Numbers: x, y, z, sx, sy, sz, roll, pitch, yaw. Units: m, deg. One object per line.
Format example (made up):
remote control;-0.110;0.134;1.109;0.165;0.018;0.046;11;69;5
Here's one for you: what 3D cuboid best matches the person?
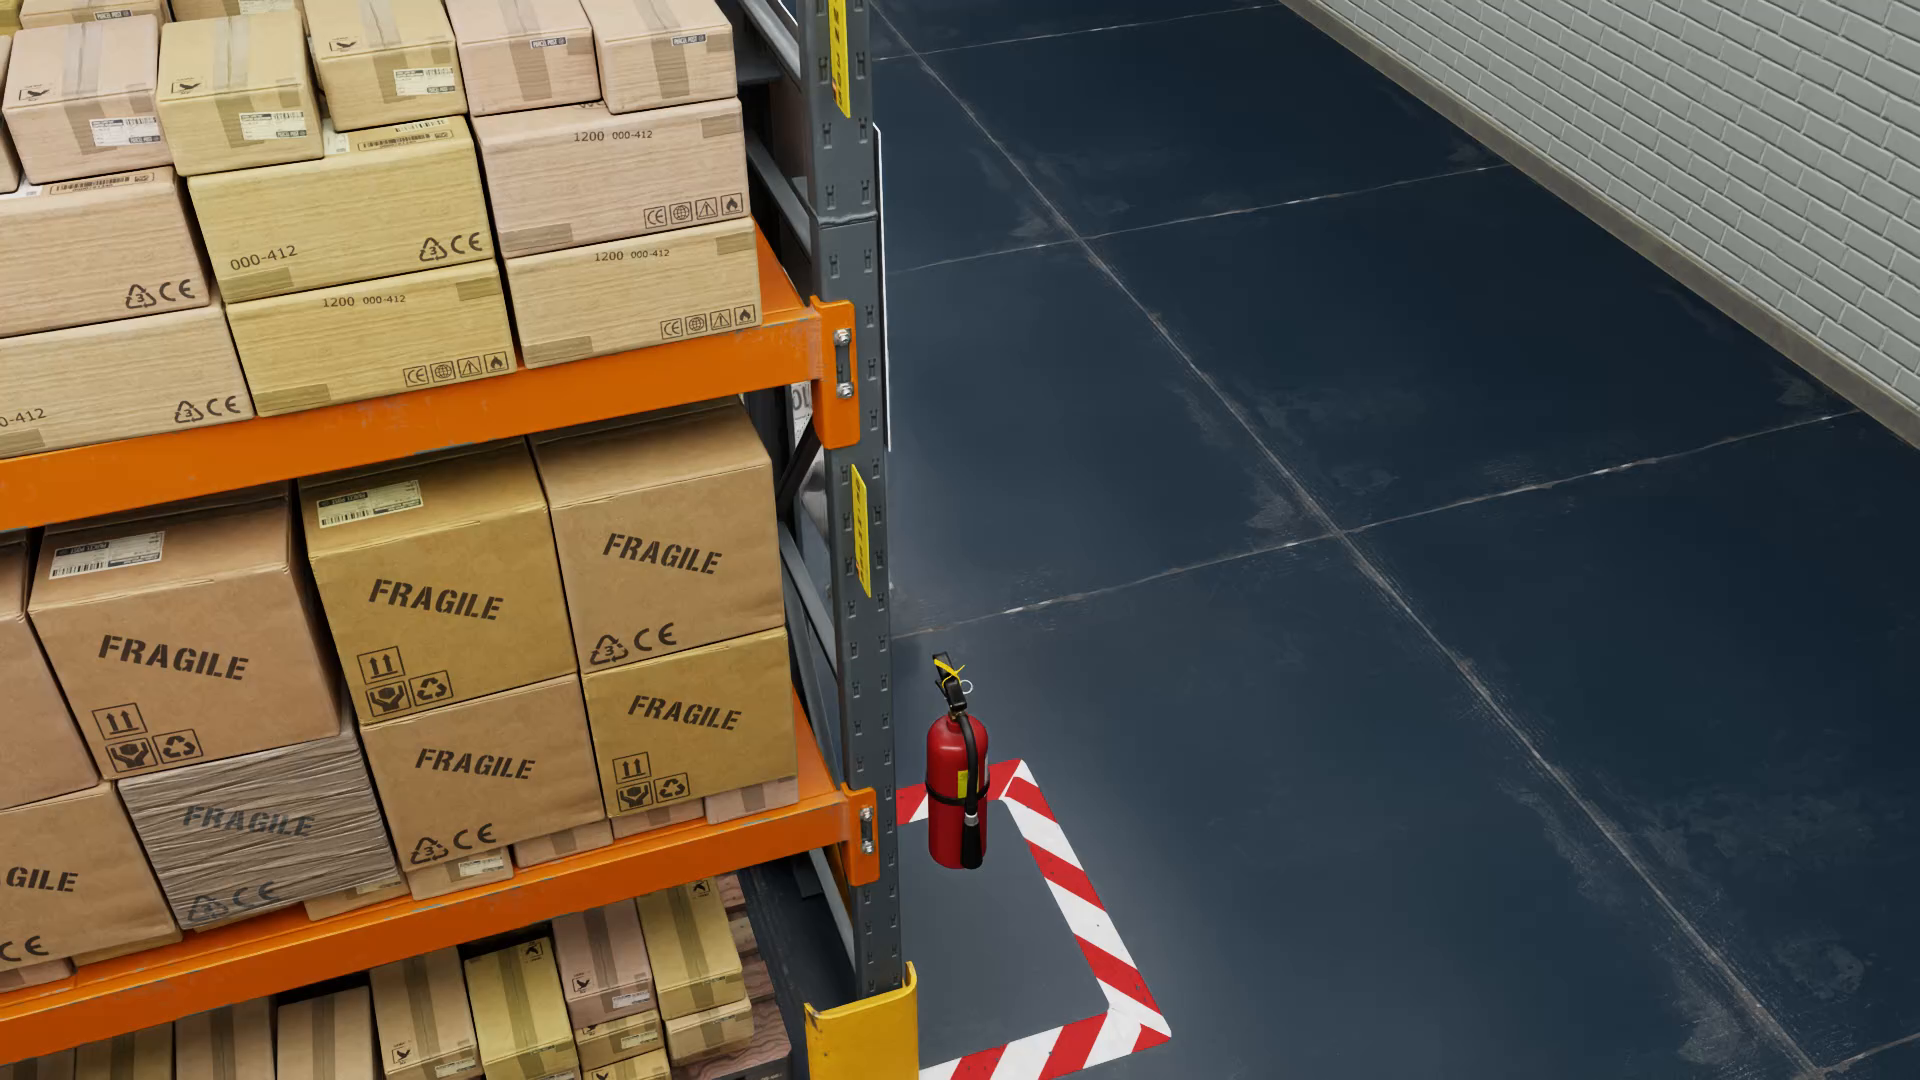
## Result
person;-0.659;-0.346;6.563;0.548;1.661;0.479;-28;46;-31
